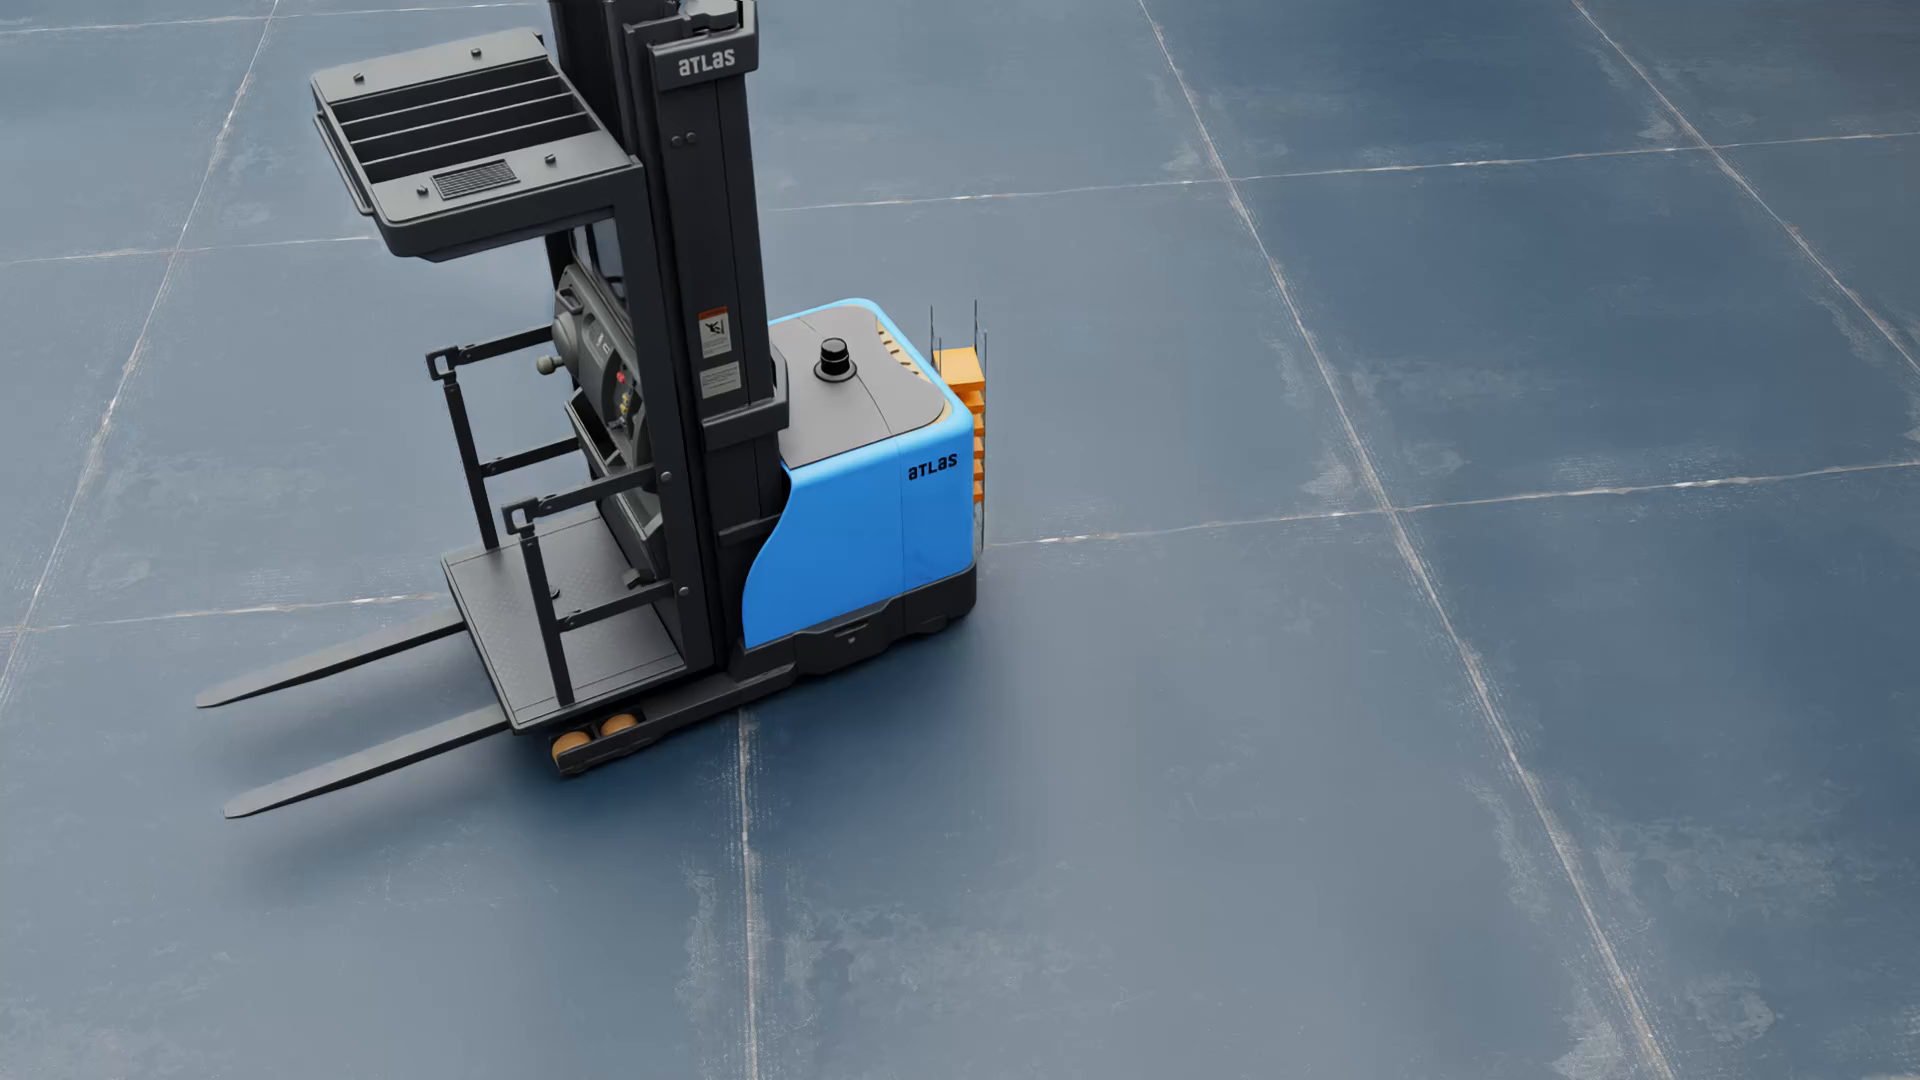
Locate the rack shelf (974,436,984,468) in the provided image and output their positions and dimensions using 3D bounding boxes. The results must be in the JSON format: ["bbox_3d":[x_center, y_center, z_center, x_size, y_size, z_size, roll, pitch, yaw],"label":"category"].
[{"bbox_3d":[-0.008,-0.415,7.095,0.180,0.103,0.258,-7,43,-7],"label":"rack shelf"}]

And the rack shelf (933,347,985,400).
[{"bbox_3d":[-0.008,-0.682,6.854,0.180,0.103,0.258,-7,43,-7],"label":"rack shelf"}]

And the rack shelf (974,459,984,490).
[{"bbox_3d":[-0.008,-0.326,7.175,0.180,0.103,0.258,-7,43,-7],"label":"rack shelf"}]

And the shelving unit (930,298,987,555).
[{"bbox_3d":[-0.008,-0.448,7.065,0.189,1.200,0.258,-7,43,-7],"label":"shelving unit"}]

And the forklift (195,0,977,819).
[{"bbox_3d":[-1.477,-0.588,5.929,3.031,2.935,1.130,-20,46,-20],"label":"forklift"}]

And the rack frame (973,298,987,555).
[{"bbox_3d":[0.082,-0.458,7.077,0.006,1.200,0.240,-7,43,-7],"label":"rack frame"}]

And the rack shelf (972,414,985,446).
[{"bbox_3d":[-0.008,-0.504,7.015,0.180,0.103,0.258,-7,43,-7],"label":"rack shelf"}]

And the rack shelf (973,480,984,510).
[{"bbox_3d":[-0.008,-0.236,7.256,0.180,0.103,0.258,-7,43,-7],"label":"rack shelf"}]

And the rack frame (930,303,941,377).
[{"bbox_3d":[-0.098,-0.437,7.054,0.006,1.200,0.240,-7,43,-7],"label":"rack frame"}]

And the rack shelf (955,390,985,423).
[{"bbox_3d":[-0.008,-0.593,6.934,0.180,0.103,0.258,-7,43,-7],"label":"rack shelf"}]
